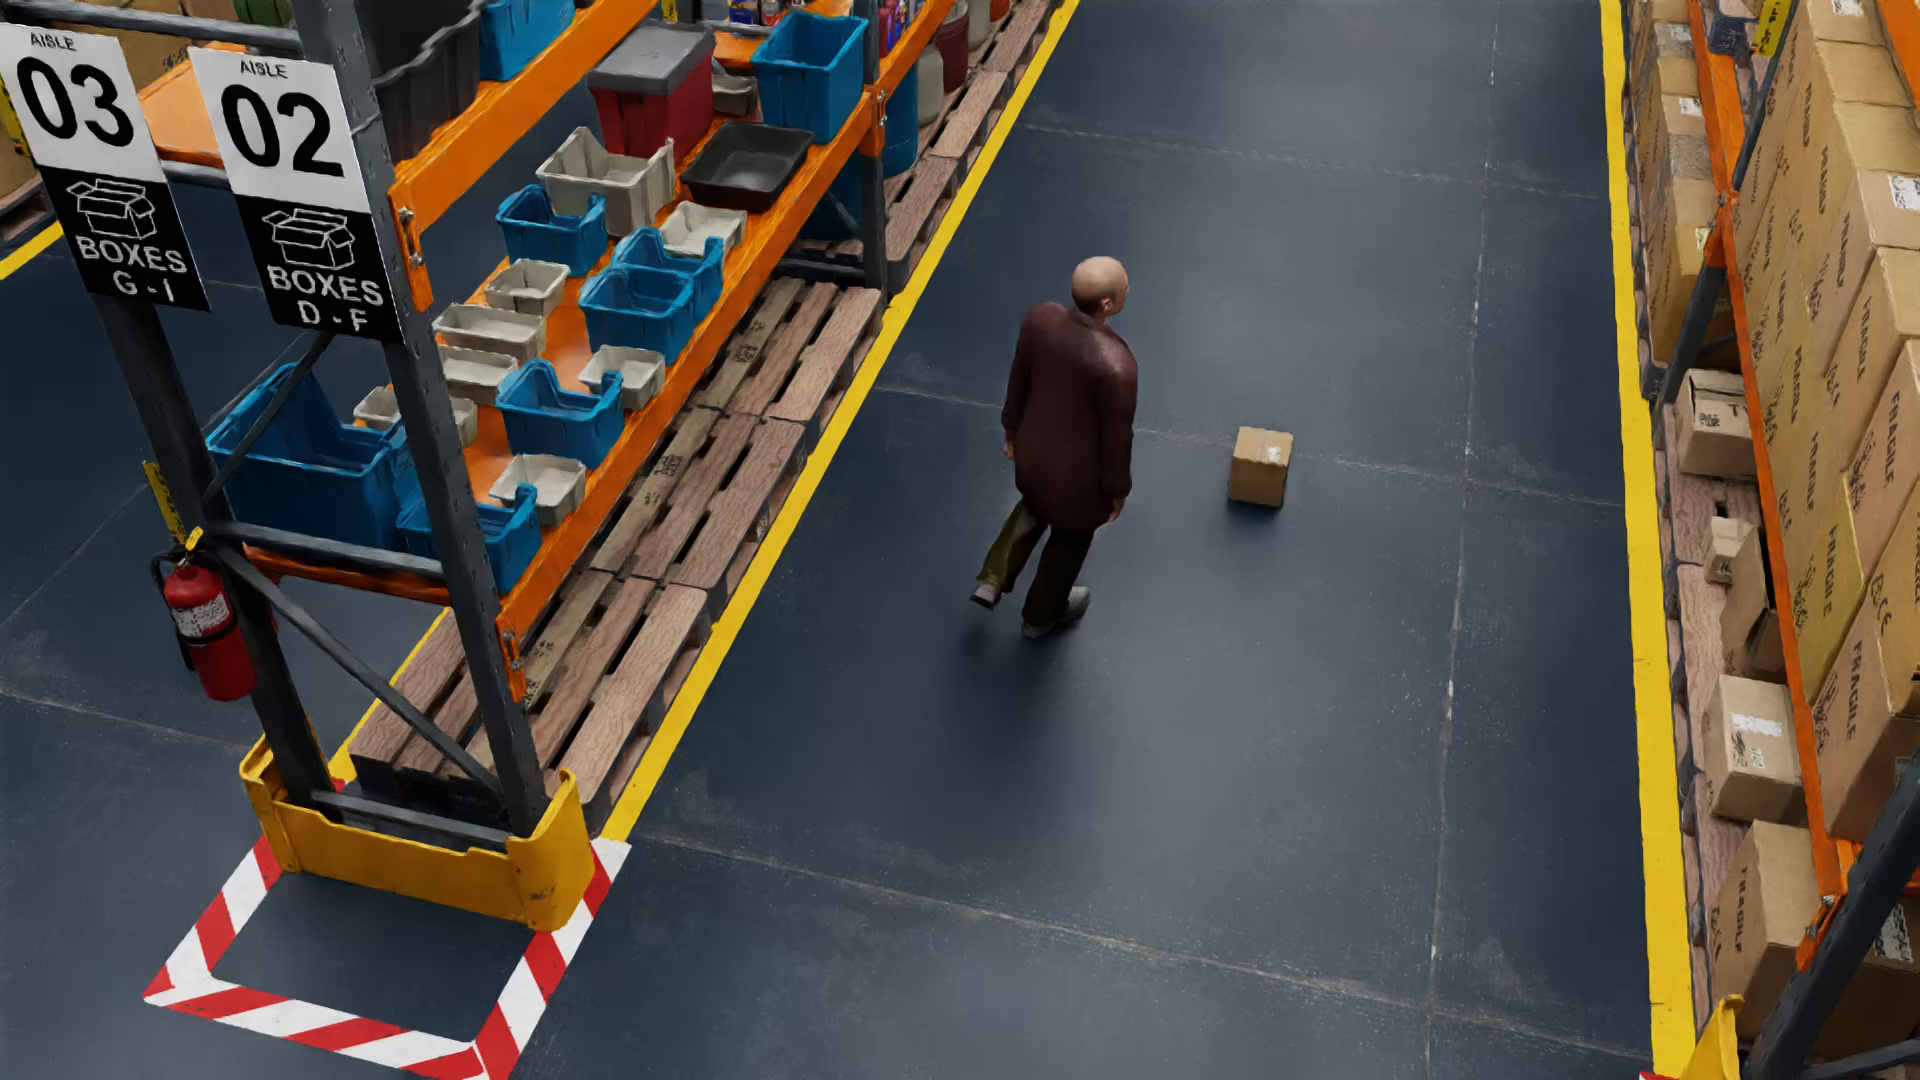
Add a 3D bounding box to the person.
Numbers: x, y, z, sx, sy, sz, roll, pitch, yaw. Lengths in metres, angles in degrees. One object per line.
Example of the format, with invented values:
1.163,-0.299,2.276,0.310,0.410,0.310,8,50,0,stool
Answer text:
0.359,-0.292,6.470,0.576,1.769,0.648,-29,48,-30,person
